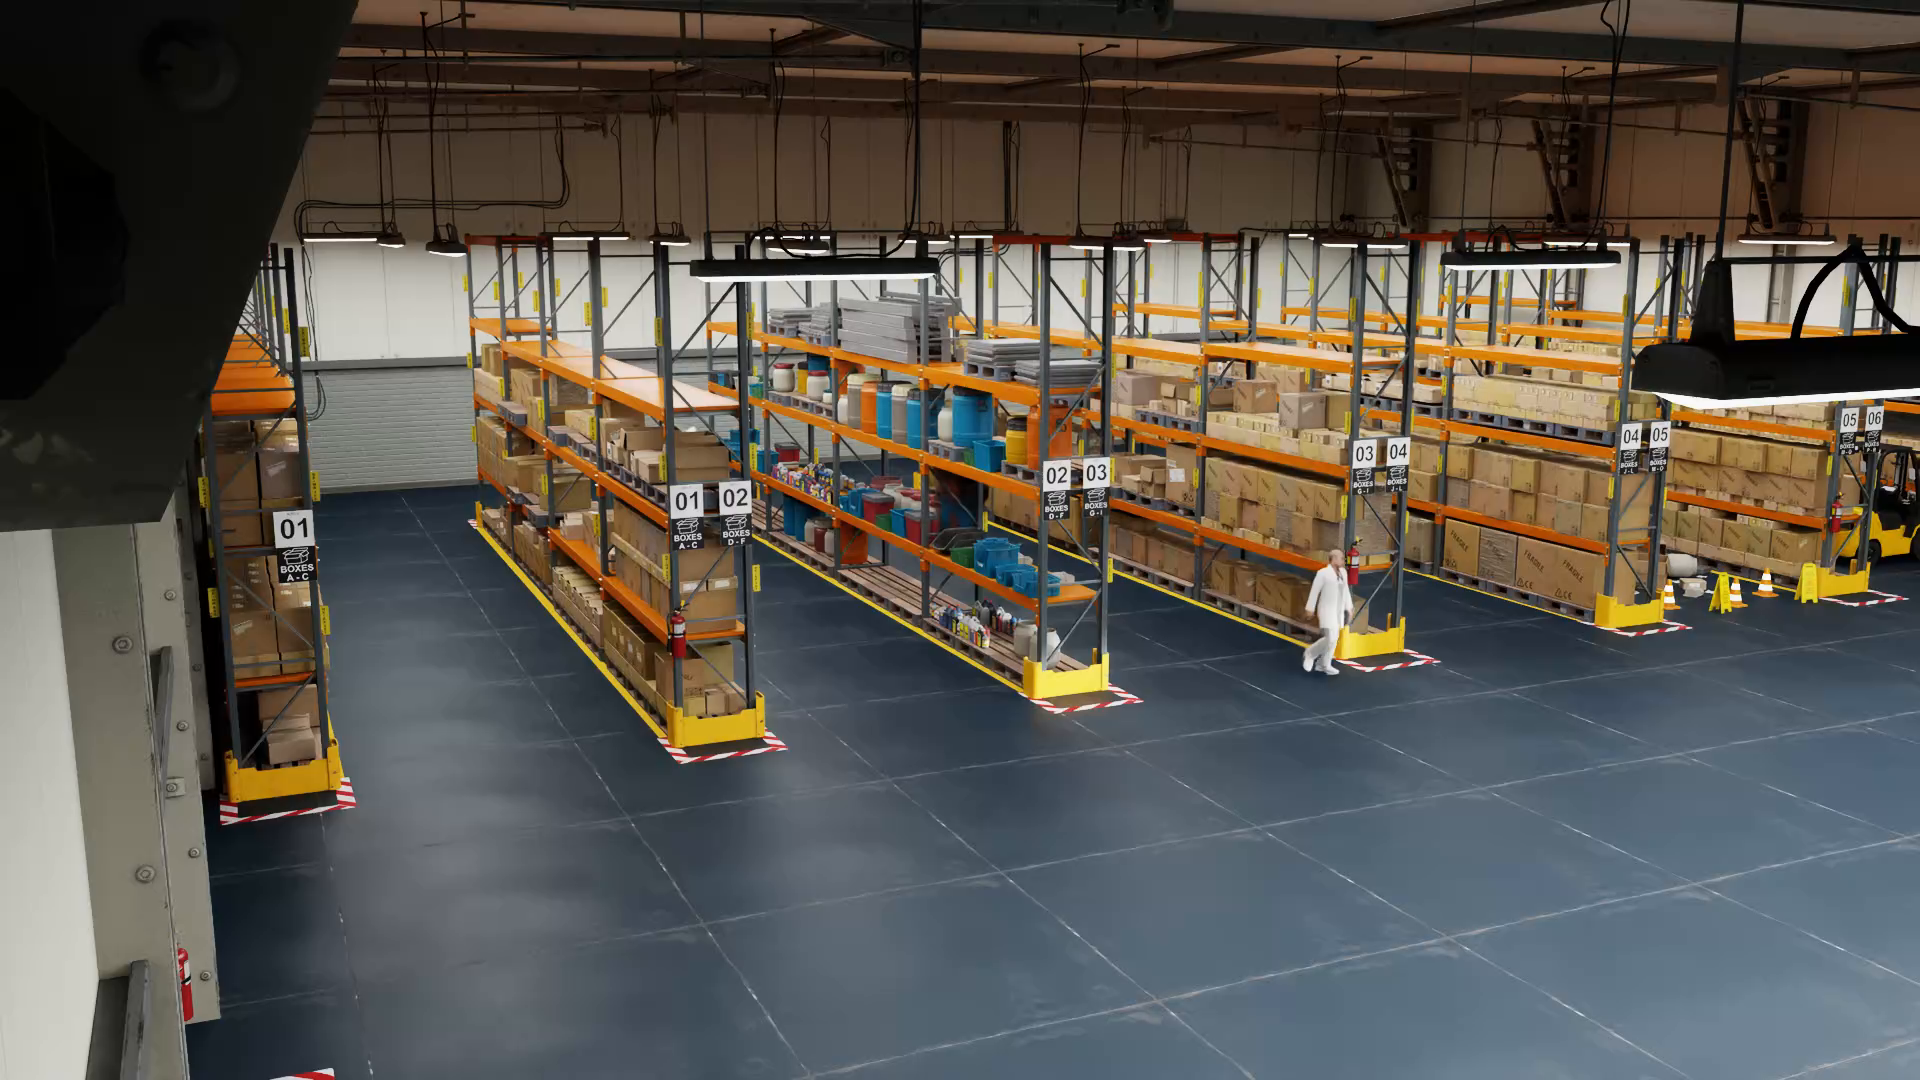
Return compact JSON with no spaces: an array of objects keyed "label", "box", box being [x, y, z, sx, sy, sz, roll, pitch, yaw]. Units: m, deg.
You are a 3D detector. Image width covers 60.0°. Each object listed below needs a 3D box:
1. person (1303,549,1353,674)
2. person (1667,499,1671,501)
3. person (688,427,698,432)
[{"label":"person","box":[5.152,1.002,23.255,0.655,1.772,0.577,-9,14,-39]},{"label":"person","box":[14.343,-0.900,33.667,0.605,1.595,0.638,-7,13,-31]},{"label":"person","box":[-6.050,-1.657,37.198,0.865,1.734,0.722,-4,12,-19]}]
